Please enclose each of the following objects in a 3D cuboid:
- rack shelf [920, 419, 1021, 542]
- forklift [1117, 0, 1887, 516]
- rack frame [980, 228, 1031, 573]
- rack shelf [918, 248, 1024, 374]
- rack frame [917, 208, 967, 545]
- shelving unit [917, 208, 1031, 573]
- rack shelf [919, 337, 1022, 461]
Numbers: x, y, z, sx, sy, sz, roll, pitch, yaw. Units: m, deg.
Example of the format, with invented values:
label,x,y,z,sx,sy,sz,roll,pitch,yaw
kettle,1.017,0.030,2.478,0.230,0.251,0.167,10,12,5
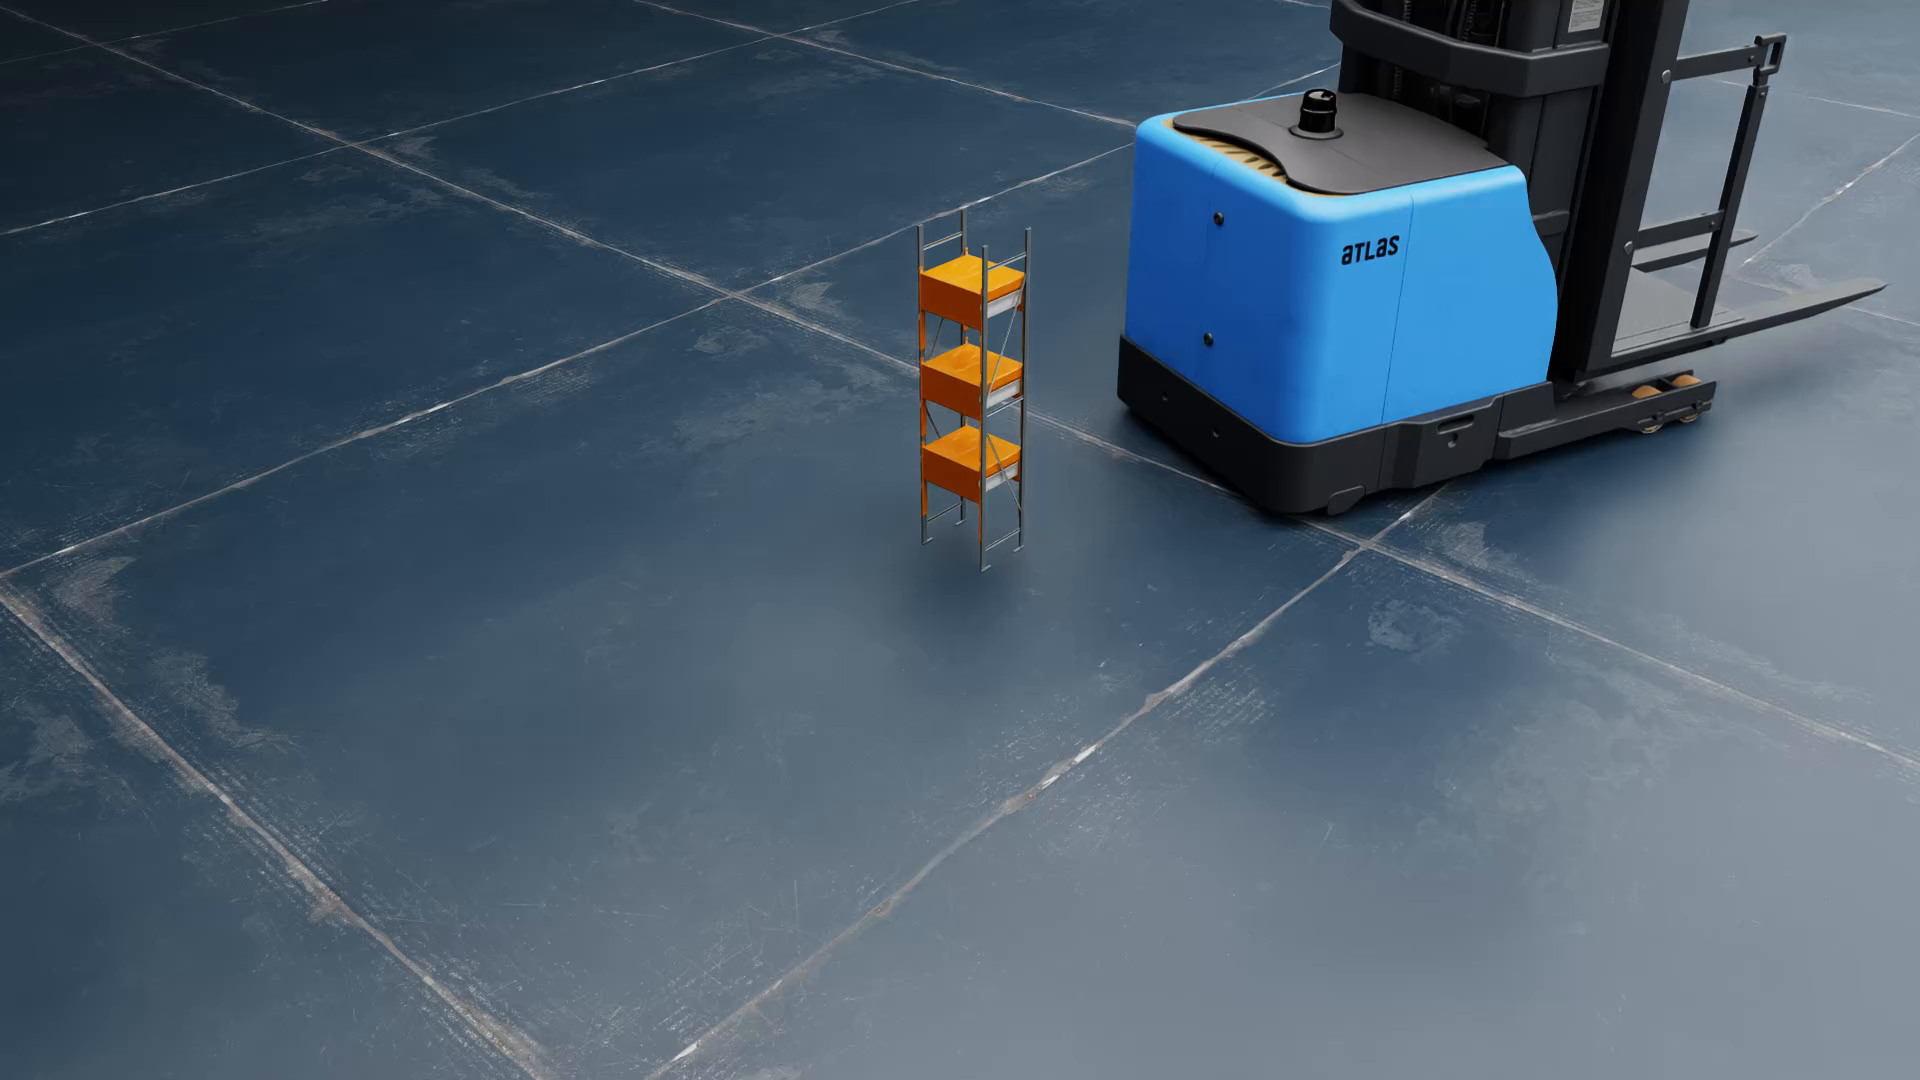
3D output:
label,x,y,z,sx,sy,sz,roll,pitch,yaw
rack shelf,0.040,-0.184,5.097,0.240,0.259,0.215,25,39,35
forklift,2.114,-1.857,5.493,3.031,2.935,1.130,-15,34,-23
rack frame,0.130,-0.389,4.878,0.008,1.050,0.200,25,39,35
rack shelf,0.040,-0.665,4.808,0.240,0.259,0.215,25,39,35
rack frame,-0.051,-0.473,5.019,0.008,1.050,0.200,25,39,35
shelving unit,0.040,-0.431,4.948,0.252,1.050,0.215,25,39,35
rack shelf,0.040,-0.422,4.954,0.240,0.259,0.215,25,39,35
